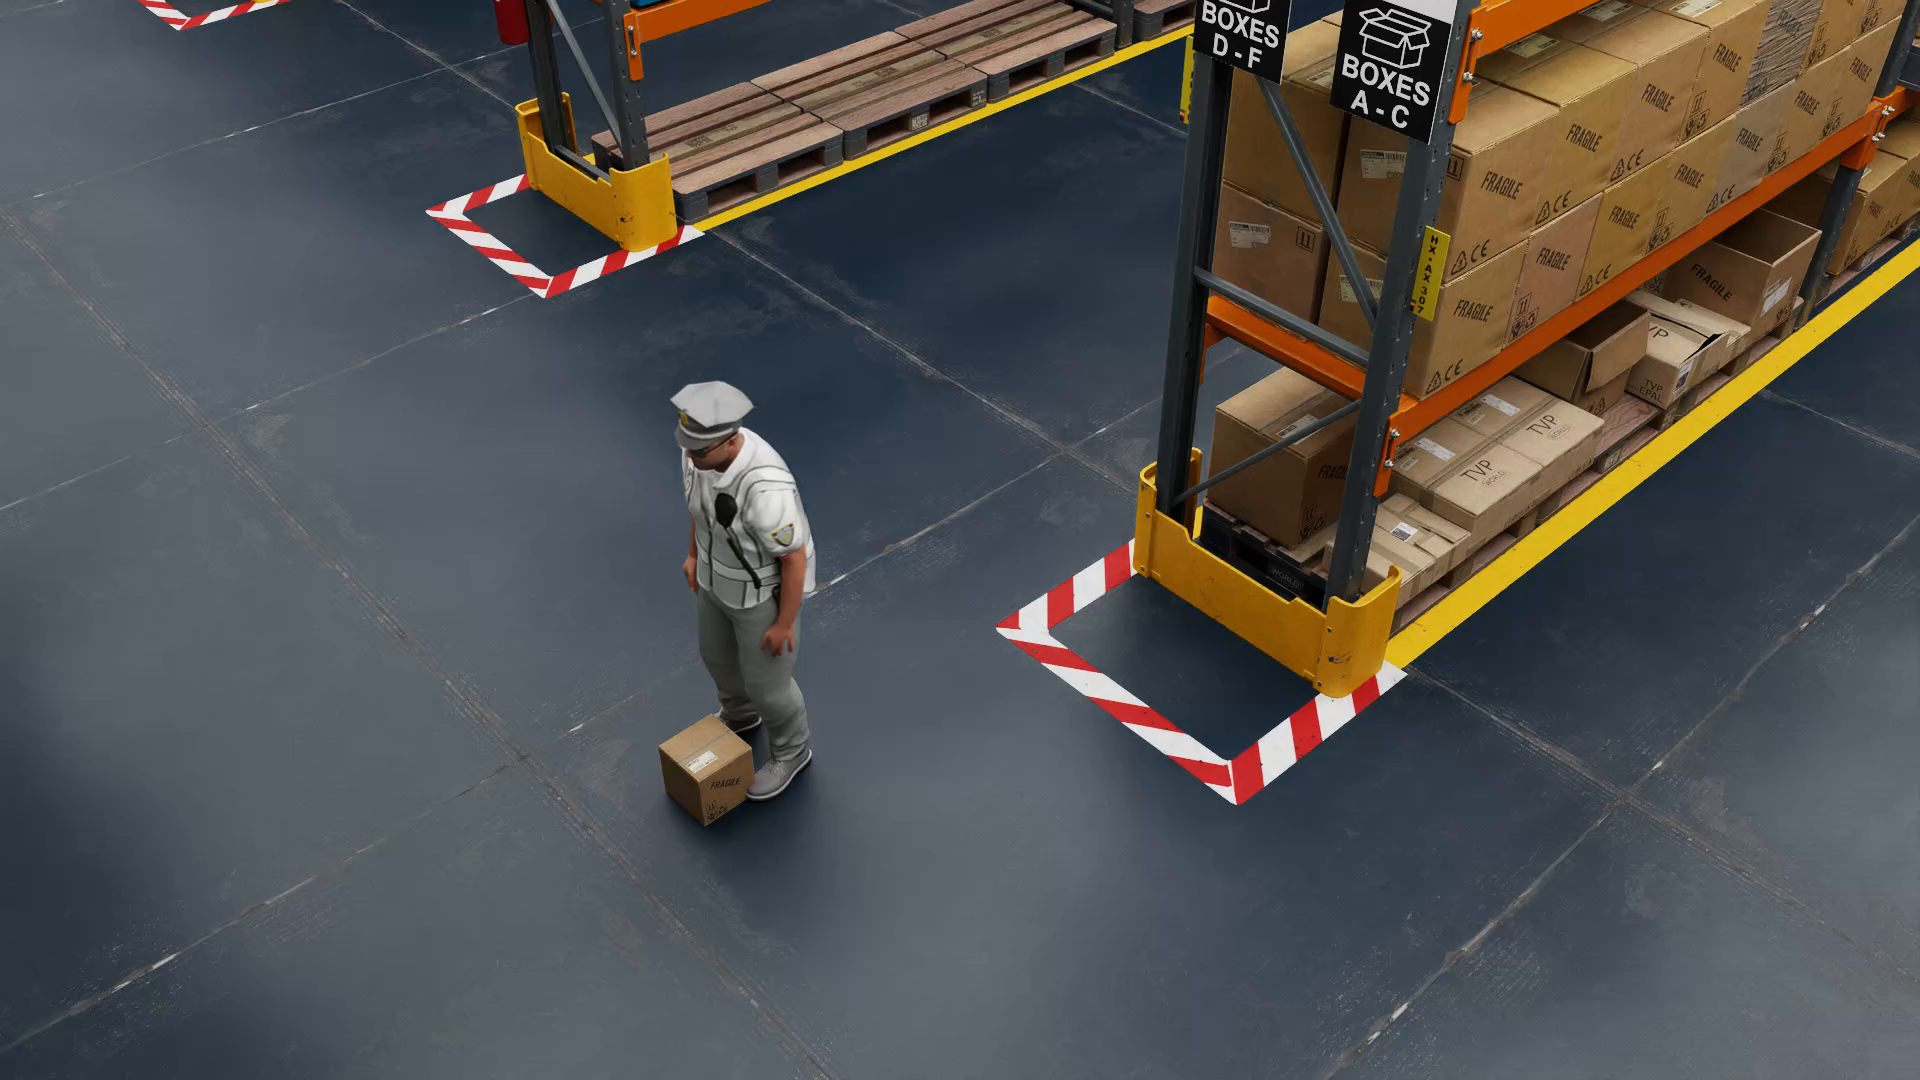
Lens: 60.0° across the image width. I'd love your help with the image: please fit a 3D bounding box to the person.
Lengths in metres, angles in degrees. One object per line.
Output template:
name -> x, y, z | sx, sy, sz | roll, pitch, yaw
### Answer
person -> -0.757, 0.161, 5.954 | 0.433, 1.748, 0.587 | -31, 48, -32
